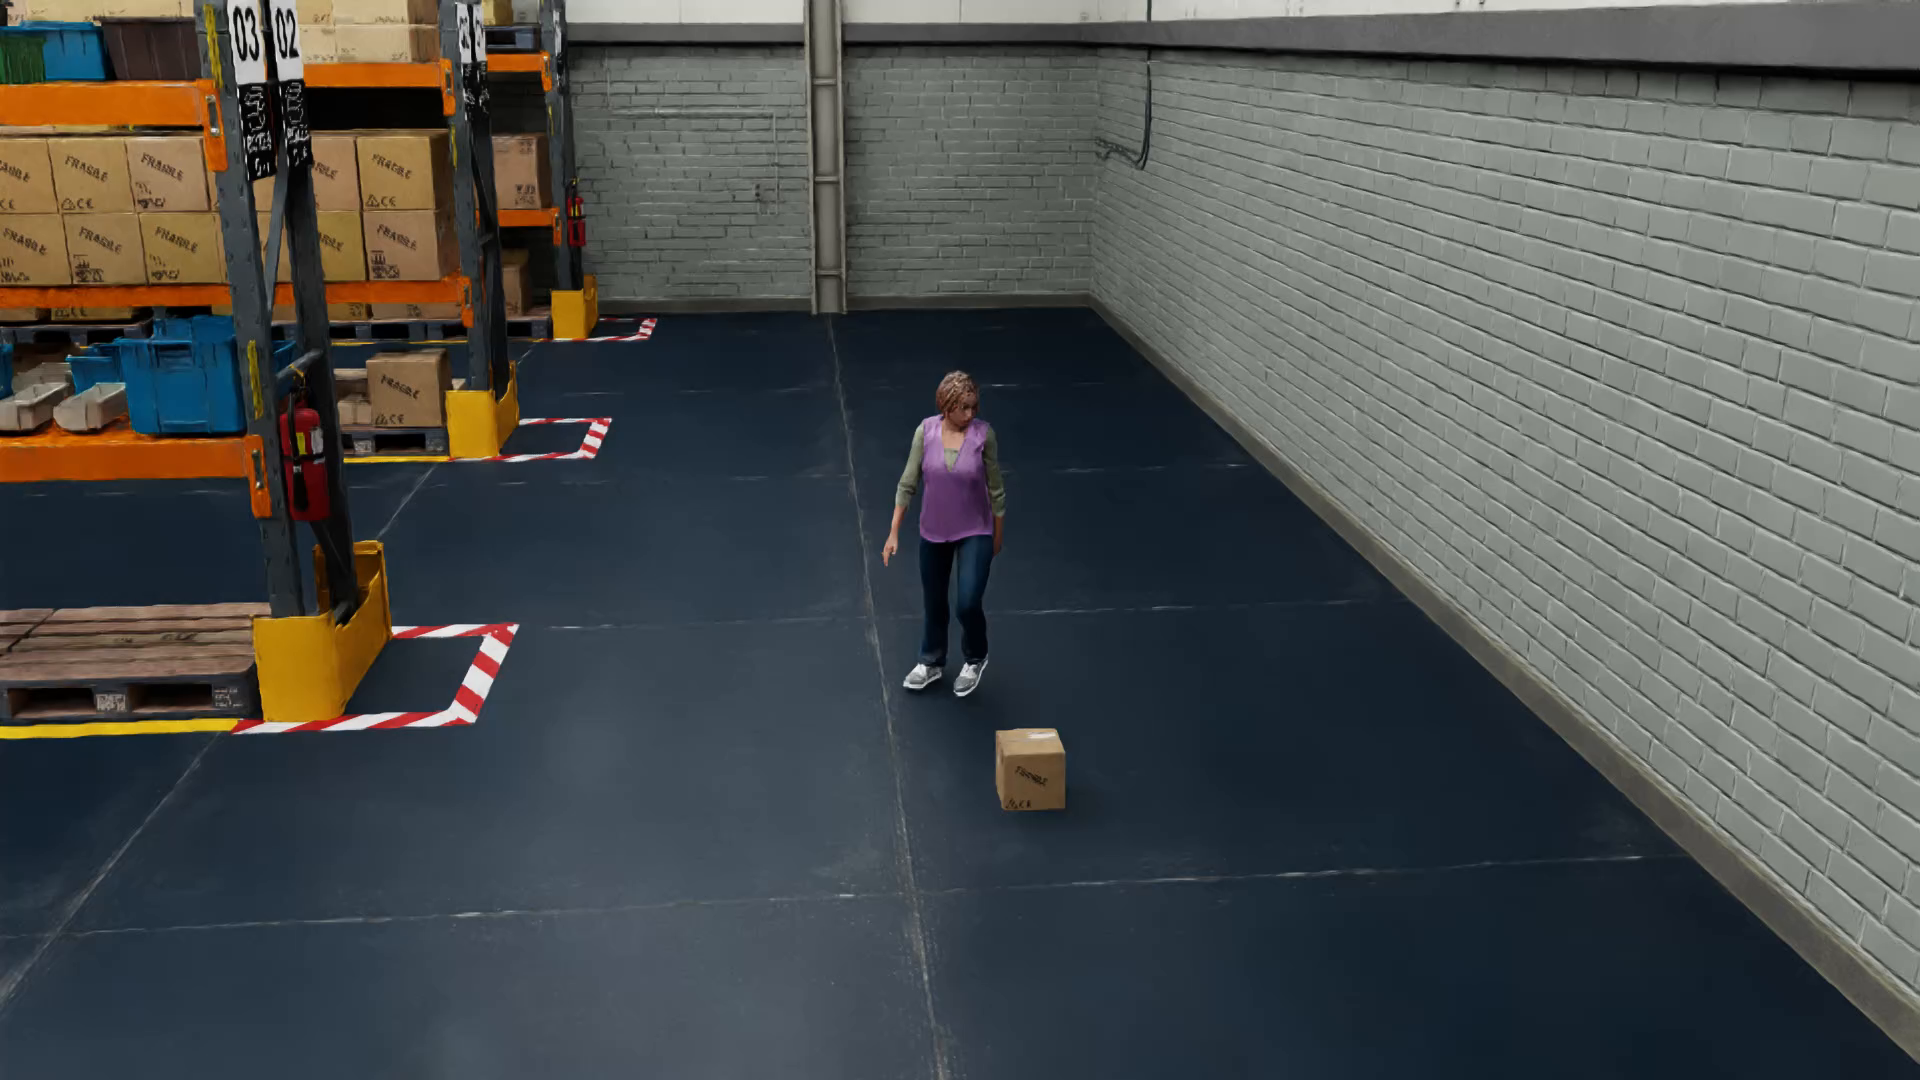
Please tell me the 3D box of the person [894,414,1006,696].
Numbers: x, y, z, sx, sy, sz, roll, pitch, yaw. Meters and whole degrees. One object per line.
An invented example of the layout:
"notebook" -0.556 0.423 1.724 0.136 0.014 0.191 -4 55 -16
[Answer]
"person" -0.039 0.078 7.661 0.484 1.353 0.465 6 18 18
